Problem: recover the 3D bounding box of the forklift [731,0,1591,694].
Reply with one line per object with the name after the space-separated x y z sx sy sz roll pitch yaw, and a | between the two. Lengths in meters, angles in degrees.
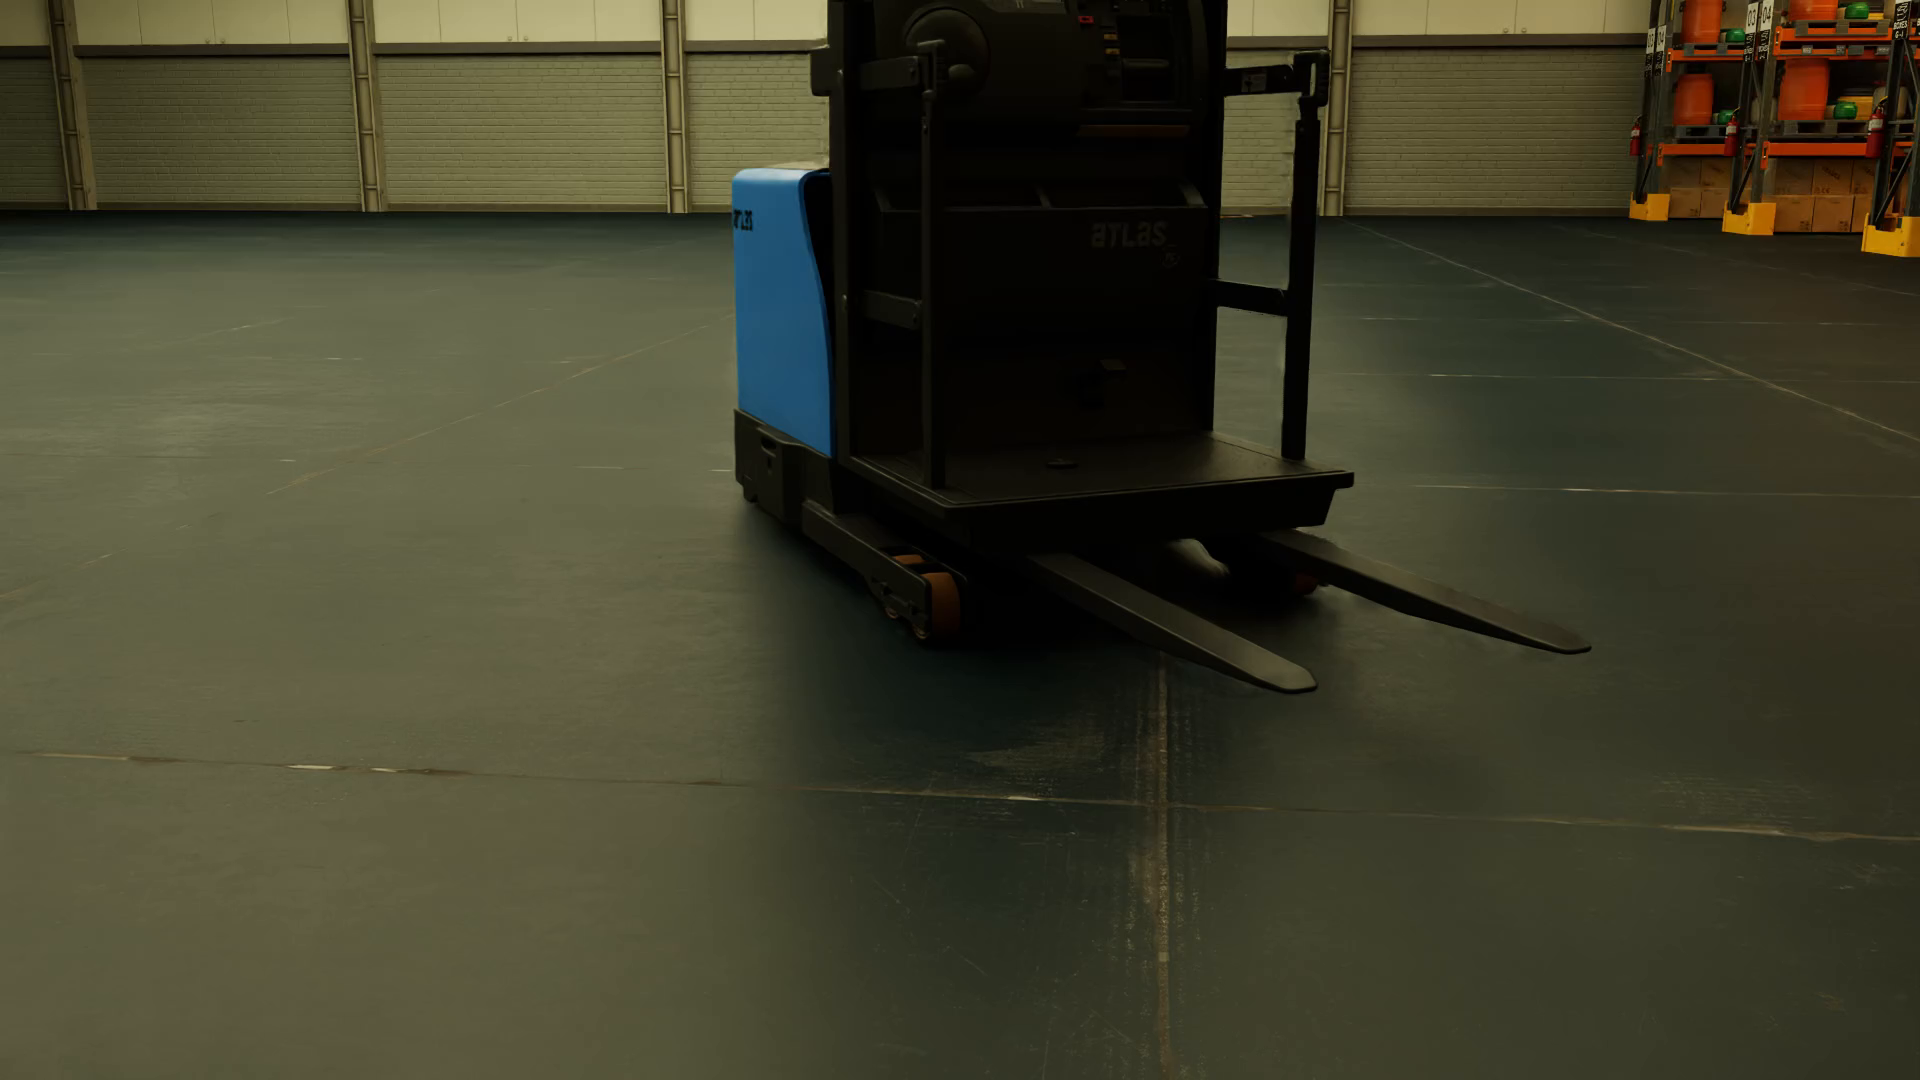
0.293 -1.298 4.059 1.130 2.935 3.031 -5 14 -22 | forklift
